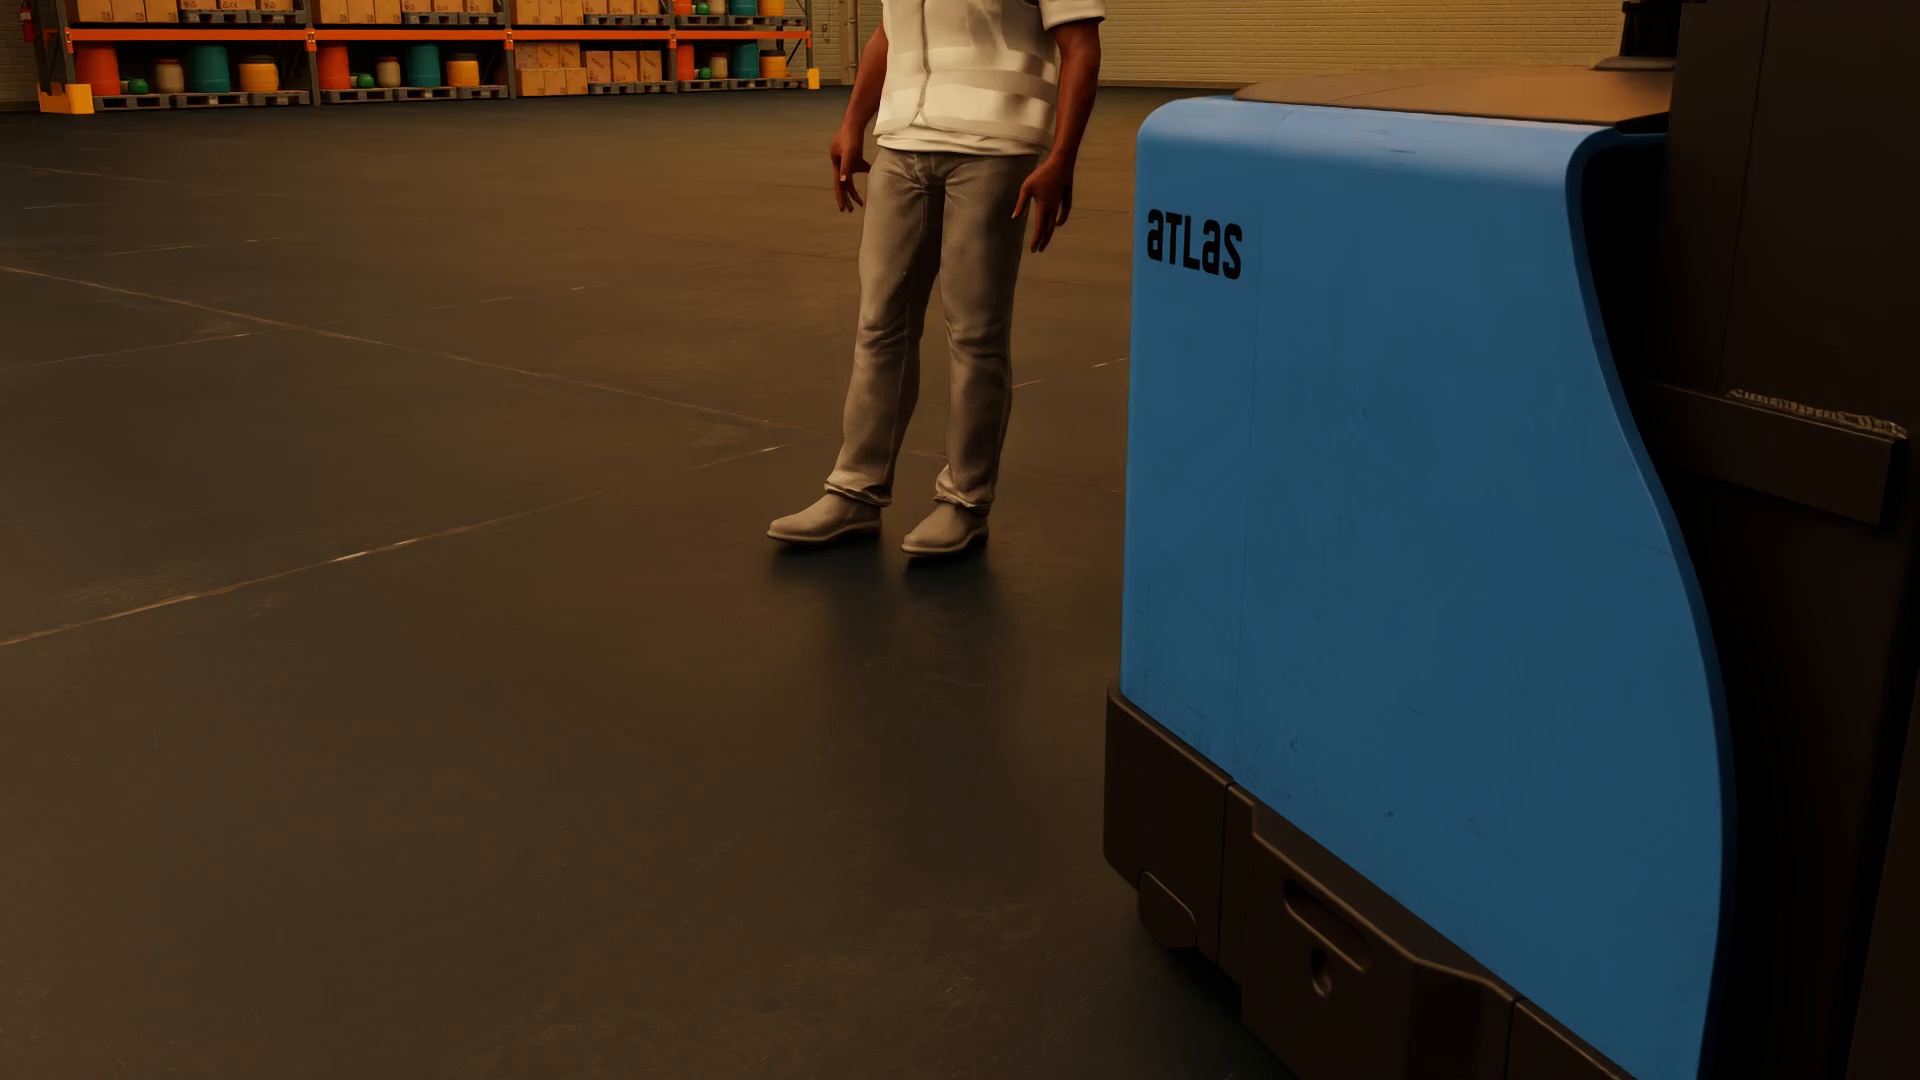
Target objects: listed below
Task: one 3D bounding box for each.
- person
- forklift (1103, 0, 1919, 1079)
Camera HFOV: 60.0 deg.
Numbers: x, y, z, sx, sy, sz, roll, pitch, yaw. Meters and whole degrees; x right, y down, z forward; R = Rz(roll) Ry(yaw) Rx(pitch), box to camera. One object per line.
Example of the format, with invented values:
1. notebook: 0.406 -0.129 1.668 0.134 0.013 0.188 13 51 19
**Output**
1. person: -0.049 -0.838 3.636 0.665 1.766 0.576 13 21 37
2. forklift: 1.233 -0.574 0.789 1.130 2.935 3.031 -7 18 -22
